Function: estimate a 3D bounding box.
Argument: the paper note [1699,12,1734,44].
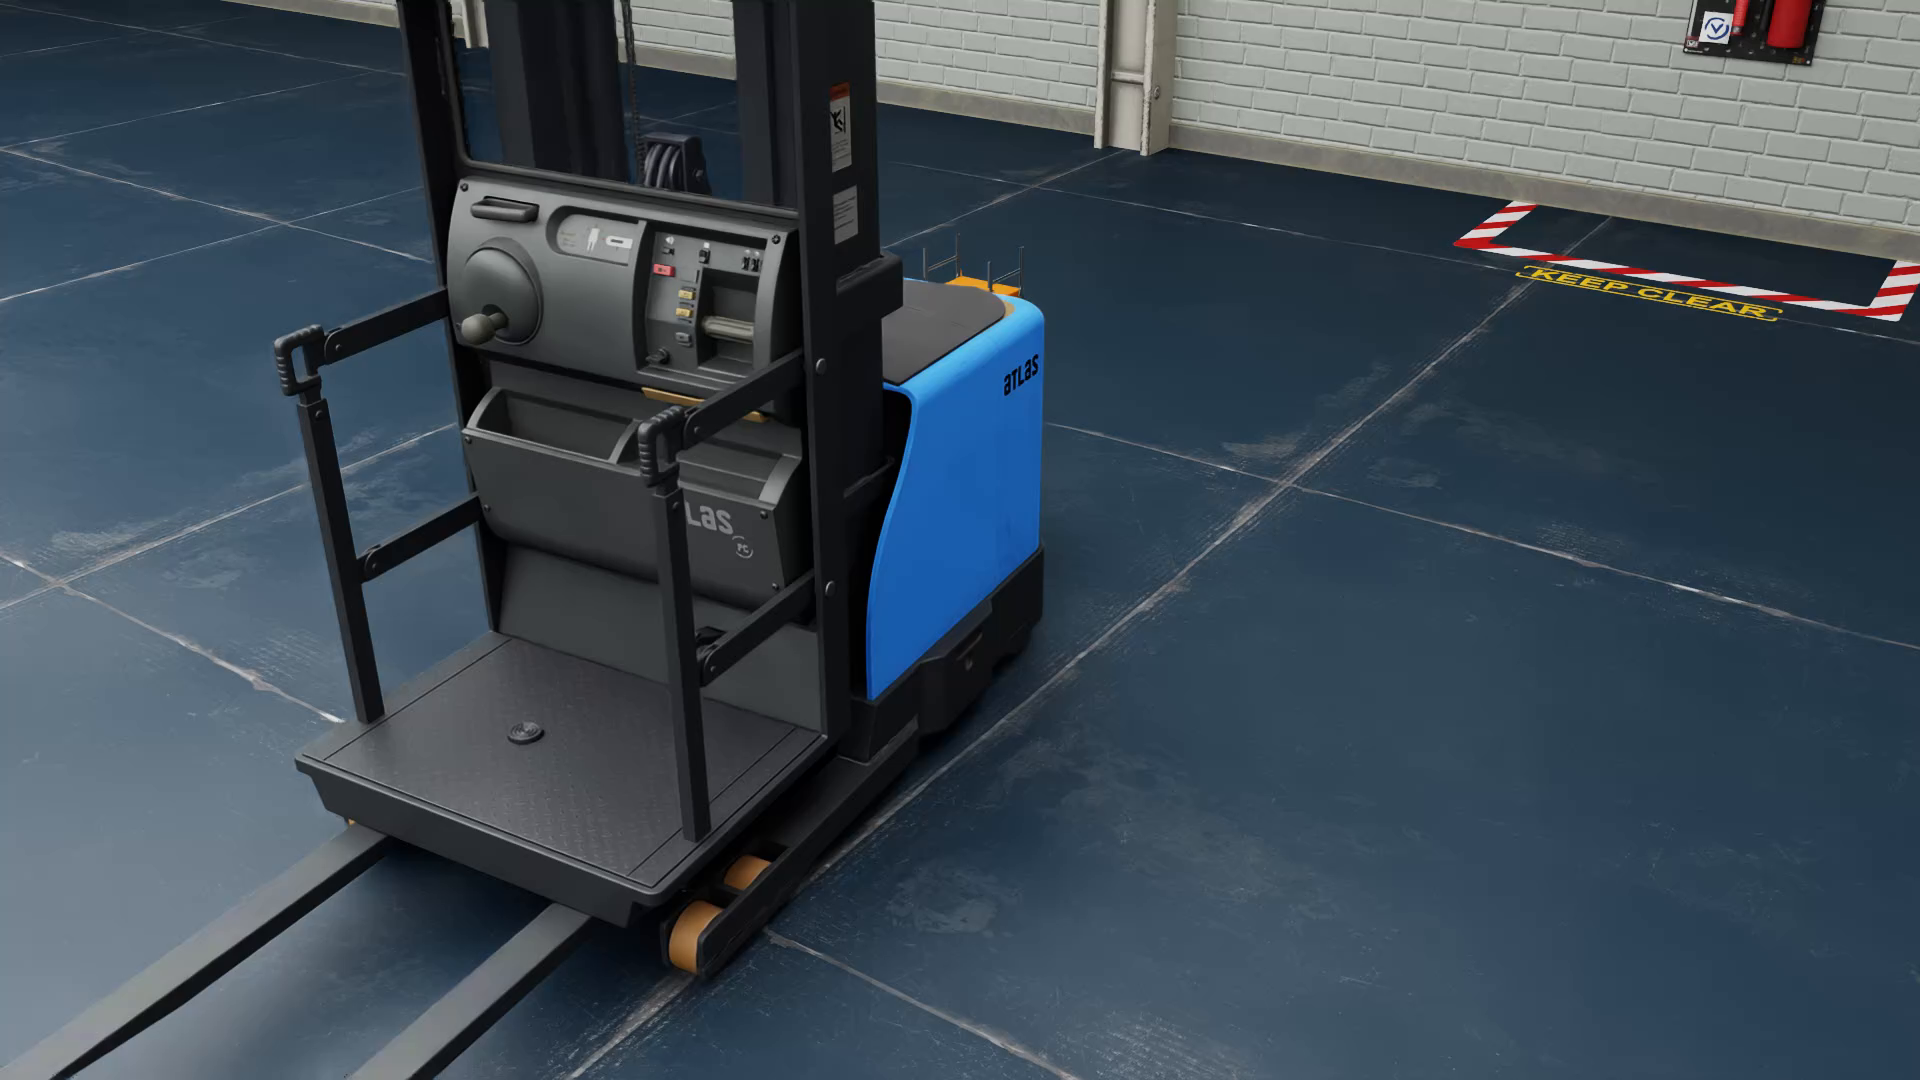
[{"bbox_3d":[3.934,-2.665,8.650,0.142,0.148,0.016,17,32,30],"label":"paper note"}]

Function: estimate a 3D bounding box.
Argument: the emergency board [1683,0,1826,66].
[{"bbox_3d":[4.041,-2.986,8.310,0.643,1.169,0.194,17,32,30],"label":"emergency board"}]

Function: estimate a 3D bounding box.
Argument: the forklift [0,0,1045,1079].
[{"bbox_3d":[-0.890,-0.546,3.592,1.130,2.935,3.031,14,30,25],"label":"forklift"}]

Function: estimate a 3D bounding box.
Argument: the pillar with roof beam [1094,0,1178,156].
[{"bbox_3d":[-1.326,-4.942,5.540,0.400,9.000,9.100,17,32,30],"label":"pillar with roof beam"}]

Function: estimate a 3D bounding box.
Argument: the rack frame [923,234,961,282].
[{"bbox_3d":[-0.056,-0.485,5.546,0.008,1.050,0.200,17,32,30],"label":"rack frame"}]

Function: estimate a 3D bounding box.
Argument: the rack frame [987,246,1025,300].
[{"bbox_3d":[0.145,-0.423,5.423,0.008,1.050,0.200,17,32,30],"label":"rack frame"}]

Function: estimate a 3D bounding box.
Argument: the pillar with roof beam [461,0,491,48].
[{"bbox_3d":[-6.272,-6.483,8.567,0.400,9.000,9.100,17,32,30],"label":"pillar with roof beam"}]

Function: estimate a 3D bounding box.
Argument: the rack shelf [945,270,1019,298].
[{"bbox_3d":[0.044,-0.698,5.361,0.240,0.259,0.215,17,32,30],"label":"rack shelf"}]

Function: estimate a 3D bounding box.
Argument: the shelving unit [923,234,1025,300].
[{"bbox_3d":[0.044,-0.454,5.485,0.252,1.050,0.215,17,32,30],"label":"shelving unit"}]
